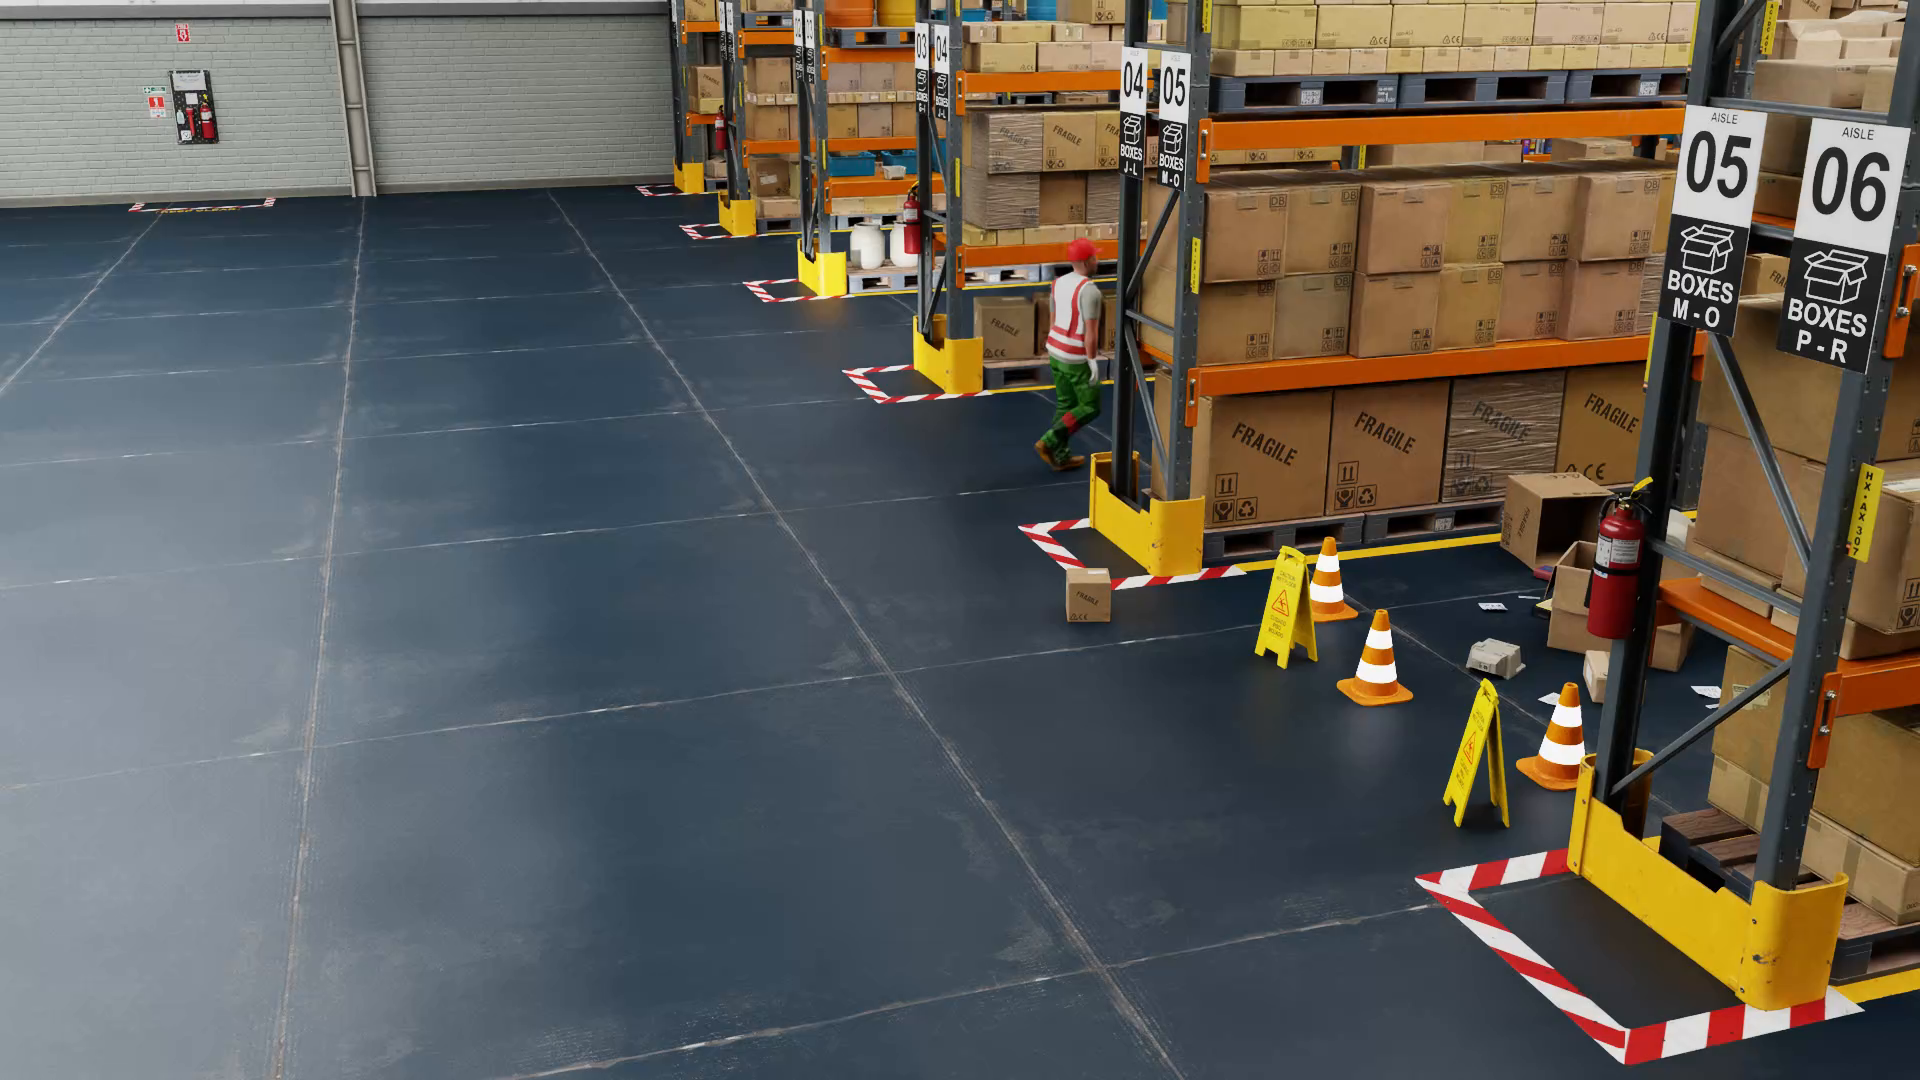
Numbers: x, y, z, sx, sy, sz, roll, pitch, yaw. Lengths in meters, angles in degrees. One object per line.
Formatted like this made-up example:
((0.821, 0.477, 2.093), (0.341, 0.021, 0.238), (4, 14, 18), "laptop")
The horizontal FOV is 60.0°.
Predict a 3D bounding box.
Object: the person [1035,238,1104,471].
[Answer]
((0.804, -1.352, 12.426), (0.567, 1.777, 0.578), (-10, 22, -28), "person")
